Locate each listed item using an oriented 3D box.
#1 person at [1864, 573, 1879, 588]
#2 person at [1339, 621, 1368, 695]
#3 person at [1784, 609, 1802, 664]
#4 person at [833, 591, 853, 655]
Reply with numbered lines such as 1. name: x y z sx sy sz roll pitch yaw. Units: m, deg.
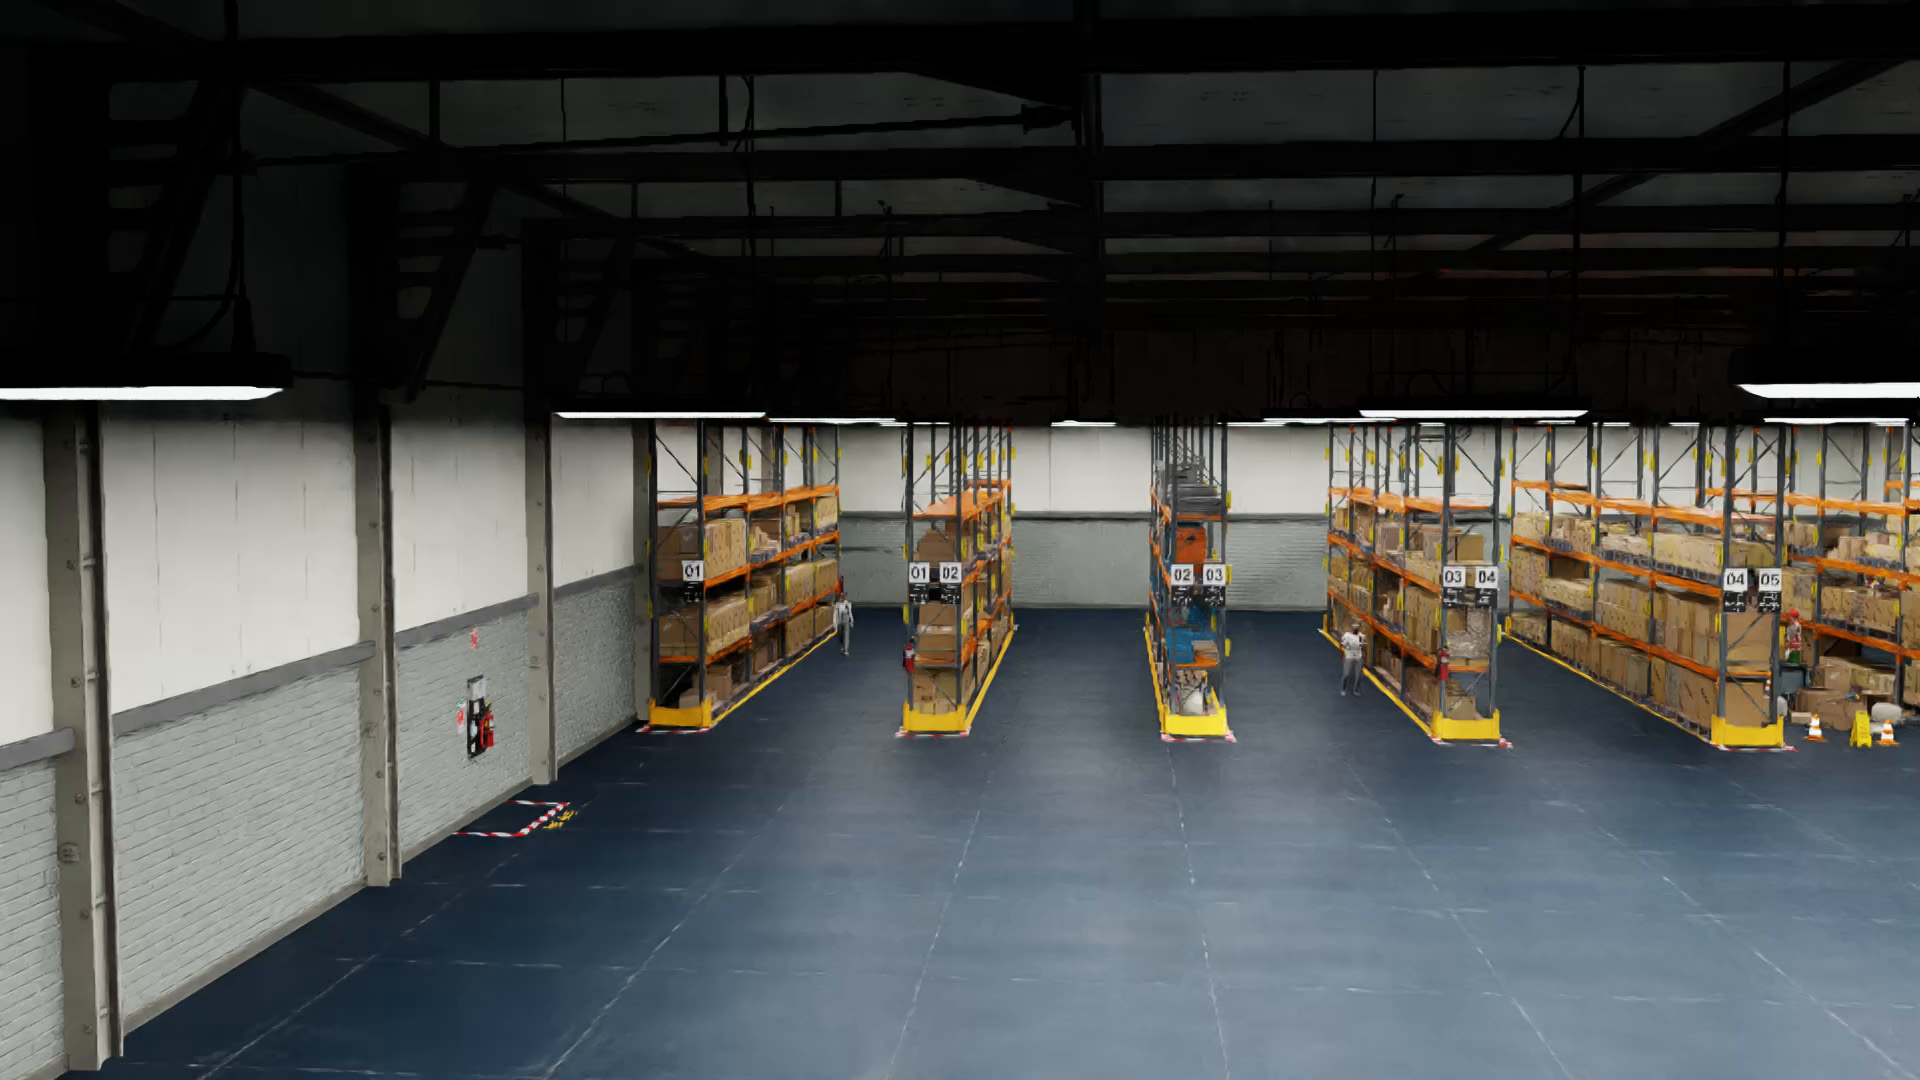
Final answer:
1. person: 25.471 1.724 46.405 0.553 1.764 0.706 -1 4 -19
2. person: 8.412 2.523 35.575 0.592 1.629 0.532 0 4 4
3. person: 18.038 2.387 36.109 0.576 1.785 0.659 2 4 31
4. person: -2.969 2.076 42.010 0.497 1.586 1.075 0 4 3
